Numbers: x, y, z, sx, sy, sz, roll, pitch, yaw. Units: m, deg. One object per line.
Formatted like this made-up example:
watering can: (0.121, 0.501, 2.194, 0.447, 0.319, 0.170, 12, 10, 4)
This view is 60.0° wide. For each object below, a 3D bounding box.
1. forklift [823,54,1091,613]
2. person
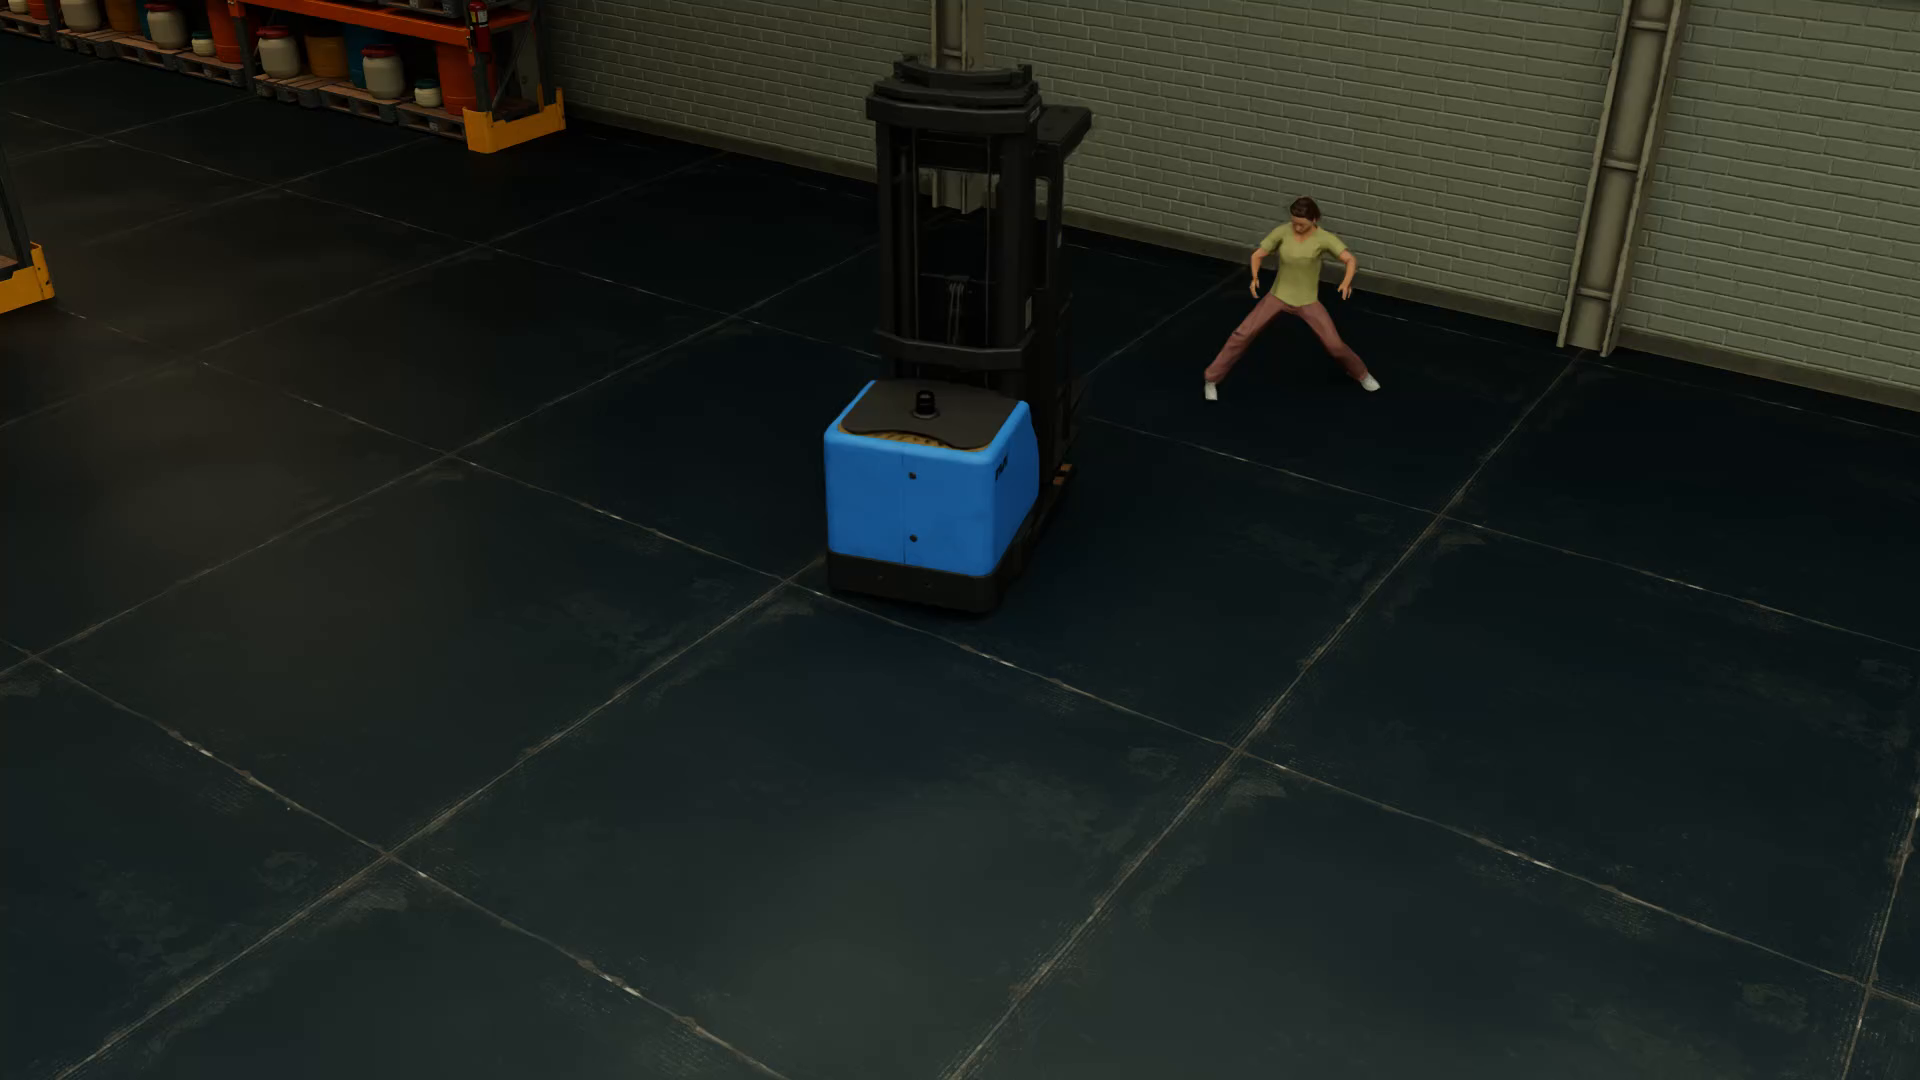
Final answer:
forklift: (0.142, -1.574, 10.292, 1.130, 2.935, 3.031, 9, 31, 15)
person: (2.452, -1.733, 12.003, 1.200, 1.479, 0.902, 14, 33, 23)
